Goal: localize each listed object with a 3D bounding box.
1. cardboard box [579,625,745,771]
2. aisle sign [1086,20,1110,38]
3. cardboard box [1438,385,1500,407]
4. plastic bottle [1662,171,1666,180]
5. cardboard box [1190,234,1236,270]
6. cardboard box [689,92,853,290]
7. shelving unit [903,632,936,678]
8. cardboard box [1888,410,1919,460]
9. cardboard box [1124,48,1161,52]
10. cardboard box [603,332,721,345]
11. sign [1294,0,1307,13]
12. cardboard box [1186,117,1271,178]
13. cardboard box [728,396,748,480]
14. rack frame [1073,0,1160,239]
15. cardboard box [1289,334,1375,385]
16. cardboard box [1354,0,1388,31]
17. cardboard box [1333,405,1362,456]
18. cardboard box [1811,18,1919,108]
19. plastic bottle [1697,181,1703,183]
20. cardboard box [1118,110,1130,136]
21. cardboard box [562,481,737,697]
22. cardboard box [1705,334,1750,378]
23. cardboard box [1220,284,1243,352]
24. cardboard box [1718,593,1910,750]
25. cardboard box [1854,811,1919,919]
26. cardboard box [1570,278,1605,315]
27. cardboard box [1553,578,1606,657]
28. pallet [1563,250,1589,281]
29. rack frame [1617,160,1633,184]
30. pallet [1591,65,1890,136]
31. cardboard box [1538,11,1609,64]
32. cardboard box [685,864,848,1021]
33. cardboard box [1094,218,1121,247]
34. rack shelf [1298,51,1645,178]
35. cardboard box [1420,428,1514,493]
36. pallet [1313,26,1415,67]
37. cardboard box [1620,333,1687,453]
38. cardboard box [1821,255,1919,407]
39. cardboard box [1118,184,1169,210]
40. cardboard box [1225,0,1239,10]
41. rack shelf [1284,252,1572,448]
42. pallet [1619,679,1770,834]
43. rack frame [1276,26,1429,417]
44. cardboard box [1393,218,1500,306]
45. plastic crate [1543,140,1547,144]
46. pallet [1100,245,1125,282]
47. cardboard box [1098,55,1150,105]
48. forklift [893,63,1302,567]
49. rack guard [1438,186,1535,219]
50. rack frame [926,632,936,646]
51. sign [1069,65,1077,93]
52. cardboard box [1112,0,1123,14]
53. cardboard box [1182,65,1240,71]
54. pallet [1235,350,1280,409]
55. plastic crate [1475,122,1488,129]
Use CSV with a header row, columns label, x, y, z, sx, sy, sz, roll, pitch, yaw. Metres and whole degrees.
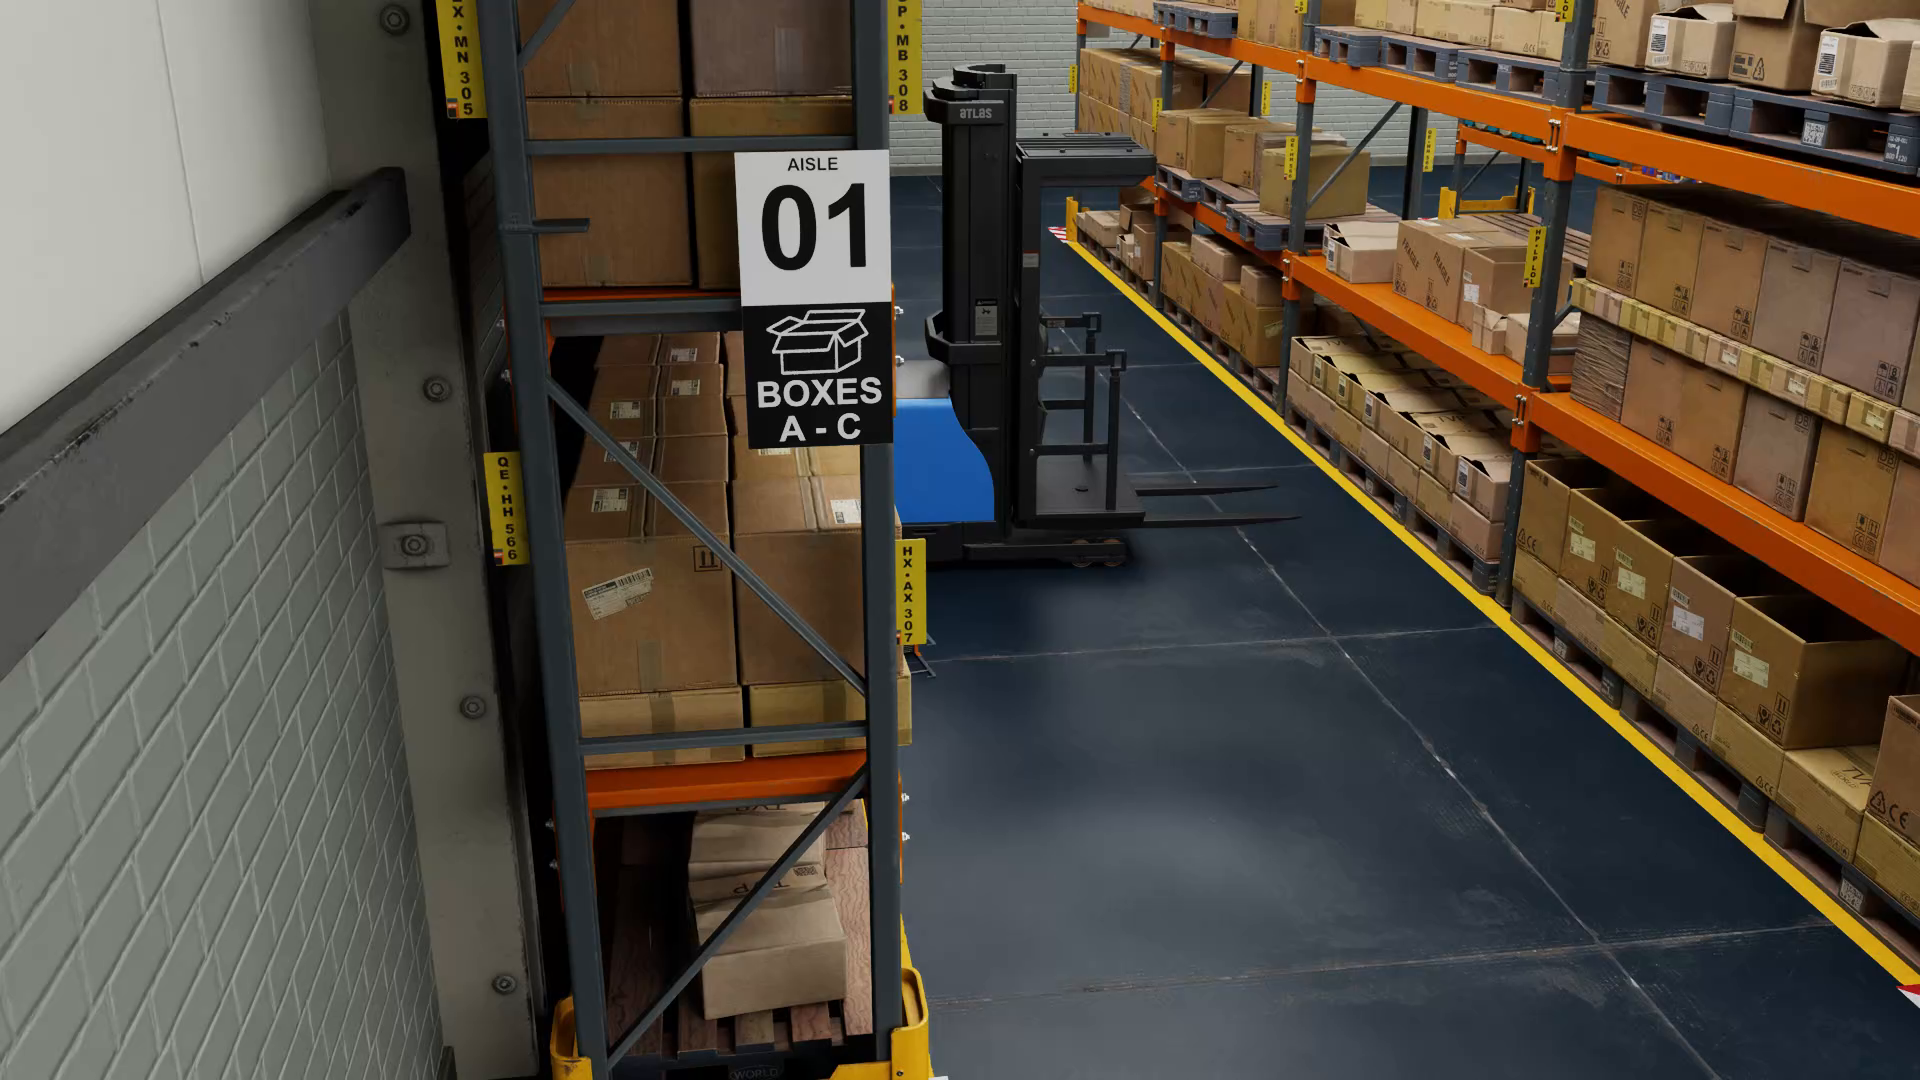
label,x,y,z,sx,sy,sz,roll,pitch,yaw
cardboard box,-0.944,0.493,5.294,0.500,0.250,0.500,-3,21,-7
aisle sign,1.610,-6.433,19.937,0.394,0.787,0.004,-3,21,-8
cardboard box,3.604,-0.911,11.396,0.500,0.311,0.500,-2,21,-6
plastic bottle,7.088,-3.742,16.633,0.097,0.271,0.097,0,20,0
cardboard box,2.460,-2.682,15.481,0.500,0.250,0.500,-3,21,-8
cardboard box,-0.485,-1.005,4.662,0.500,0.500,0.500,-2,21,-6
shelving unit,-0.434,0.450,9.232,0.258,0.189,1.200,-7,21,-18
cardboard box,3.863,-0.406,6.447,0.380,0.149,0.250,-3,21,-7
cardboard box,2.247,-5.581,19.801,0.500,0.500,0.500,-3,21,-8
cardboard box,-1.329,-0.738,7.520,0.500,0.500,0.500,-3,21,-8
sign,2.526,-4.057,12.266,0.100,0.325,0.005,-3,21,-8
cardboard box,2.496,-3.655,15.471,0.700,0.500,0.500,0,20,1
cardboard box,-0.586,-0.237,6.178,0.500,0.500,0.500,-4,21,-10
rack frame,1.910,-5.206,20.369,1.000,3.000,0.127,-3,21,-8
cardboard box,2.849,-1.412,12.737,0.500,0.311,0.500,-2,21,-6
cardboard box,3.185,-3.814,11.968,0.500,0.250,0.500,-4,21,-12
cardboard box,3.003,-0.795,11.888,0.500,0.250,0.500,-3,21,-9
cardboard box,3.710,-1.870,6.477,0.500,0.311,0.500,-1,20,-1
plastic bottle,7.212,-3.512,16.009,0.152,0.276,0.135,-3,21,-8
cardboard box,2.009,-4.385,18.025,0.500,0.500,0.500,-2,21,-7
cardboard box,-0.963,0.142,5.164,0.500,0.500,0.500,-3,21,-8
cardboard box,3.677,-0.854,7.644,0.380,0.149,0.250,-4,21,-9
cardboard box,2.622,-1.963,14.628,0.500,0.500,0.500,-4,21,-10
cardboard box,3.686,0.557,7.195,0.500,0.500,0.500,-3,21,-8
cardboard box,3.847,1.254,6.401,0.500,0.250,0.500,-3,21,-8
cardboard box,3.487,-1.299,8.838,0.380,0.149,0.250,-3,21,-8
cardboard box,3.474,0.389,8.717,0.500,0.250,0.500,-3,21,-8
pallet,7.245,-3.016,18.490,1.003,0.211,1.213,-3,21,-8
rack frame,7.389,-4.070,17.326,1.000,3.000,0.127,-3,21,-8
pallet,3.789,-2.121,7.948,1.003,0.211,1.213,-3,21,-8
cardboard box,3.561,-2.797,9.245,0.500,0.250,0.500,-1,20,-2
cardboard box,-0.695,1.394,5.911,0.500,0.311,0.500,-5,21,-14
cardboard box,1.852,-3.576,19.303,0.500,0.250,0.500,-3,21,-8
rack shelf,3.352,-2.812,10.700,1.077,0.370,4.000,-3,21,-8
cardboard box,3.217,-0.529,10.372,0.500,0.311,0.500,-2,21,-6
pallet,3.250,-3.523,11.844,1.213,0.211,1.003,-2,21,-5
cardboard box,3.793,-0.763,8.329,0.700,0.500,0.500,-3,21,-8
cardboard box,4.000,-0.858,6.730,0.700,0.500,0.500,-3,21,-8
cardboard box,2.233,-4.066,20.258,0.500,0.500,0.500,-3,21,-8
cardboard box,2.682,-4.877,14.314,0.600,0.600,0.600,-4,21,-10
rack shelf,3.352,-1.407,11.224,1.077,0.370,4.000,-3,21,-8
pallet,3.893,0.955,7.856,1.003,0.211,1.213,-3,21,-8
rack frame,3.064,-2.437,12.953,1.000,3.000,0.127,-3,21,-8
cardboard box,3.322,-1.903,11.382,0.500,0.500,0.500,-4,21,-11
plastic crate,6.841,-4.562,18.935,0.293,0.136,0.466,-3,21,-8
pallet,2.210,-3.176,18.919,1.003,0.211,1.213,-3,21,-8
cardboard box,1.864,-5.201,18.781,0.500,0.500,0.500,-3,21,-7
forklift,0.623,-1.389,10.245,3.031,2.935,1.130,-1,21,-4
rack guard,6.796,-4.292,21.492,1.175,0.500,0.348,-3,21,-8
rack frame,-0.434,0.364,9.200,0.240,0.006,1.200,-7,21,-18
sign,1.374,-5.584,20.144,0.100,0.325,0.005,-3,21,-8
cardboard box,1.944,-5.831,17.968,0.500,0.250,0.500,-3,21,-8
cardboard box,2.623,-4.693,17.421,0.500,0.500,0.500,-4,21,-9
pallet,2.993,-1.391,14.138,1.003,0.211,1.213,-3,21,-8
plastic crate,6.487,-5.142,20.488,0.250,0.136,0.298,-3,21,-8
